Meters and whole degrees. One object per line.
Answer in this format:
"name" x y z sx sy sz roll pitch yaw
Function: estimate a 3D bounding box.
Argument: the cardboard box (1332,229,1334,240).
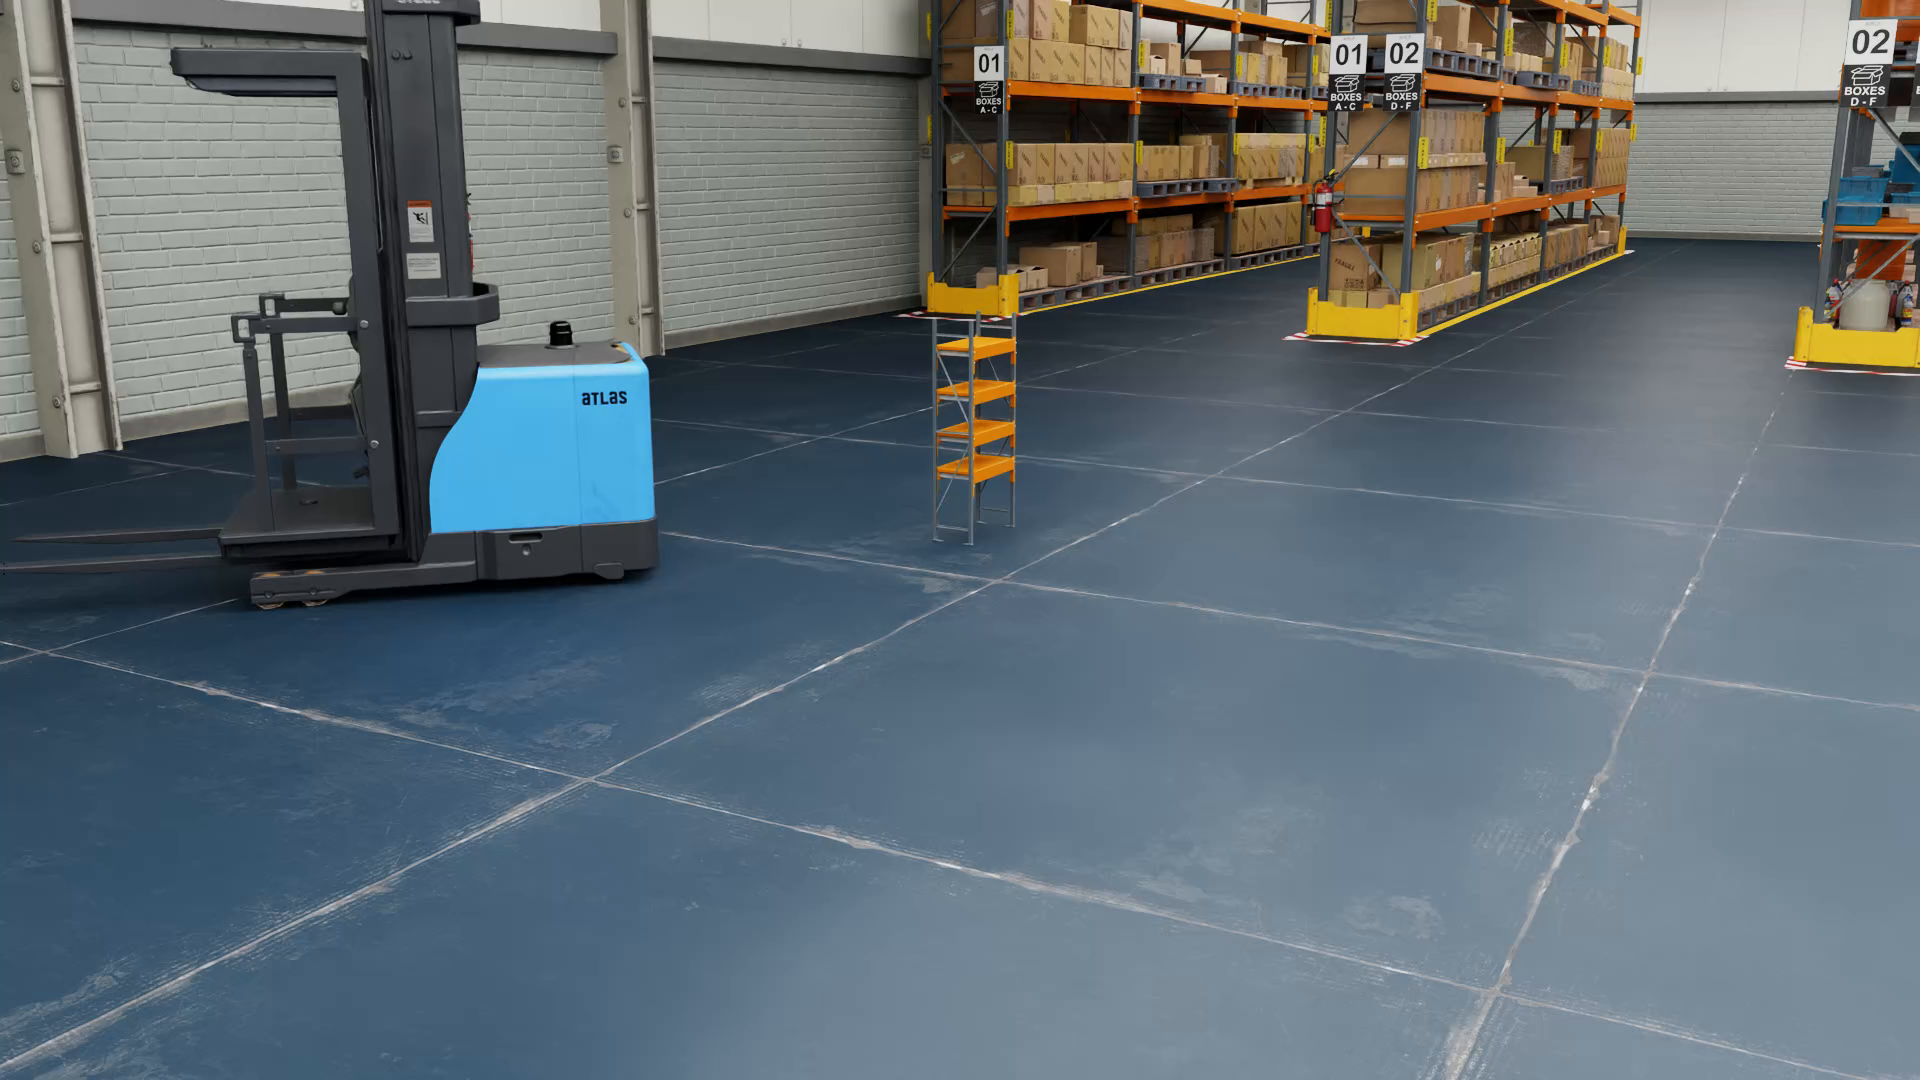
"cardboard box" 6.866 -6.093 32.345 0.700 0.500 0.500 8 16 29

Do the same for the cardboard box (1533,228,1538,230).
"cardboard box" 9.069 -4.805 26.959 0.500 0.500 0.500 7 15 26

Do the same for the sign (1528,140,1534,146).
"sign" 9.779 -6.675 28.473 0.100 0.325 0.005 7 15 28

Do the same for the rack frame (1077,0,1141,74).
"rack frame" 2.052 -8.030 23.140 1.000 3.000 0.127 7 15 28

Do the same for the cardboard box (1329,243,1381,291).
"cardboard box" 4.455 -3.108 18.895 0.500 0.500 0.500 7 15 28

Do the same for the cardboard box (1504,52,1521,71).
"cardboard box" 7.368 -6.528 22.733 0.500 0.250 0.500 6 15 23

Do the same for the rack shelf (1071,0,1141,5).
"rack shelf" 1.085 -7.268 21.522 1.077 0.370 4.000 7 15 28

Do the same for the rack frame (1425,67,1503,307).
"rack frame" 6.390 -4.553 21.518 1.000 3.000 0.127 7 15 28

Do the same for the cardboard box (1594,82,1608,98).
"cardboard box" 10.709 -7.651 28.290 0.500 0.250 0.500 7 15 28

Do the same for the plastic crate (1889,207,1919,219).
"plastic crate" 10.161 -3.501 17.717 0.530 0.136 0.437 7 15 28

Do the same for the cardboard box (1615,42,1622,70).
"cardboard box" 11.493 -8.693 29.943 0.700 0.500 0.500 7 15 28

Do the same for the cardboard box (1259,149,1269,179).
"cardboard box" 4.946 -6.416 28.354 0.500 0.500 0.500 7 15 28

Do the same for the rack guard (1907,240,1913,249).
"rack guard" 16.526 -5.244 29.719 1.175 0.500 0.348 7 15 28

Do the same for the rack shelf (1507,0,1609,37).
"rack shelf" 9.291 -8.156 26.052 1.077 0.370 4.000 7 15 28

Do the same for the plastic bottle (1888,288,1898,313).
"plastic bottle" 10.431 -2.688 18.656 0.152 0.276 0.135 7 15 28

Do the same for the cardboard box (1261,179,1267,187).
"cardboard box" 5.079 -6.179 28.756 0.380 0.149 0.250 7 15 28

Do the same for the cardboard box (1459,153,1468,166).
"cardboard box" 5.953 -4.628 20.233 0.380 0.149 0.250 7 15 28

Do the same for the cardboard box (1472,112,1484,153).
"cardboard box" 6.181 -5.140 20.974 0.700 0.500 0.500 7 15 28

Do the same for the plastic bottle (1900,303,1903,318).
"plastic bottle" 10.301 -2.514 18.092 0.097 0.201 0.097 0 14 0

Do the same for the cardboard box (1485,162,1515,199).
"cardboard box" 7.527 -5.076 23.475 0.500 0.500 0.500 6 15 25

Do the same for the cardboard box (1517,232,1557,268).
"cardboard box" 8.794 -4.433 25.417 0.500 0.500 0.500 8 16 30

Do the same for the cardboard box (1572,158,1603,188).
"cardboard box" 10.742 -6.316 28.620 0.500 0.500 0.500 8 16 30

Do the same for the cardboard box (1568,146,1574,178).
"cardboard box" 9.457 -6.077 26.733 0.700 0.500 0.500 3 14 14

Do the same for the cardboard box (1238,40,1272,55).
"cardboard box" 5.125 -8.559 28.984 0.500 0.250 0.500 7 15 26

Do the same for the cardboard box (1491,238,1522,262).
"cardboard box" 7.550 -4.065 23.269 0.500 0.311 0.500 8 16 30

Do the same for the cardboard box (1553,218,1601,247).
"cardboard box" 11.161 -5.580 30.168 0.797 0.503 0.637 7 15 28

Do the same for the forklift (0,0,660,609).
"forklift" -3.065 -1.241 7.928 3.031 2.935 1.130 -4 14 -15

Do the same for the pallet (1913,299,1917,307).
"pallet" 11.070 -2.801 20.200 1.003 0.211 1.213 7 15 28

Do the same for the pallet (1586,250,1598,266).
"pallet" 10.590 -4.979 29.237 1.003 0.211 1.213 7 15 28

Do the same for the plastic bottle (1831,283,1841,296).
"plastic bottle" 9.674 -2.672 18.432 0.144 0.351 0.185 7 15 28

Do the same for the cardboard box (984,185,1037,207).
"cardboard box" 0.632 -4.294 20.720 0.500 0.250 0.500 7 15 26

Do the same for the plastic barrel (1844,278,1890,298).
"plastic barrel" 9.284 -2.411 17.048 0.421 0.512 0.421 0 14 0

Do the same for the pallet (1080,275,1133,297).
"pallet" 1.758 -3.616 23.582 1.003 0.211 1.213 7 15 28

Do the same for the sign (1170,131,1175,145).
"sign" 3.498 -6.559 27.369 0.100 0.325 0.005 7 15 28

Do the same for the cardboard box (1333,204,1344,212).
"cardboard box" 7.577 -6.625 33.167 0.380 0.149 0.250 8 16 30

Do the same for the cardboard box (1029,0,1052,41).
"cardboard box" 0.804 -6.444 20.573 0.500 0.500 0.500 7 15 27

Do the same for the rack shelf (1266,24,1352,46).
"rack shelf" 6.886 -9.537 31.781 1.077 0.370 4.000 7 15 28

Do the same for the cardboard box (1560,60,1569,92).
"cardboard box" 8.752 -7.078 25.380 0.910 0.500 0.500 7 15 28

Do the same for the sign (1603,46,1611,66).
"sign" 10.745 -8.033 27.610 0.100 0.325 0.005 7 15 28

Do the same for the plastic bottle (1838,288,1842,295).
"plastic bottle" 9.841 -2.687 18.660 0.097 0.271 0.097 0 14 0

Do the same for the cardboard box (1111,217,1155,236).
"cardboard box" 2.603 -4.720 25.007 0.500 0.250 0.500 7 15 27

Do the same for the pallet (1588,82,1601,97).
"pallet" 9.881 -7.435 27.475 1.213 0.211 1.003 7 15 28

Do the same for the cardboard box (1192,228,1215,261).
"cardboard box" 3.683 -4.779 26.851 0.700 0.500 0.500 8 16 29

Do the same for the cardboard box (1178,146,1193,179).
"cardboard box" 3.184 -5.841 25.708 0.700 0.500 0.500 7 15 28

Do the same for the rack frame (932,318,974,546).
"rack frame" -0.038 -0.567 8.826 0.240 1.200 0.015 7 15 28

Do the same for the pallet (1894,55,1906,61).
"pallet" 10.461 -5.198 18.198 1.213 0.211 1.003 7 15 28

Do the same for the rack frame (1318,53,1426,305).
"rack frame" 4.456 -3.732 18.114 1.000 3.000 0.127 7 15 28

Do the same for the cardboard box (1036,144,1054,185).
"cardboard box" 0.860 -4.758 21.047 0.500 0.500 0.500 7 15 28

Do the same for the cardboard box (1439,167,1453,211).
"cardboard box" 5.439 -4.193 19.812 0.700 0.500 0.500 8 16 30

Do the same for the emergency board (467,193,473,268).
"emergency board" -4.429 -2.801 14.250 0.194 1.169 0.643 7 15 28

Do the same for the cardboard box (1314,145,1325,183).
"cardboard box" 6.553 -7.159 31.688 0.980 0.700 0.700 7 15 27

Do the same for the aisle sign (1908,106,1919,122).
"aisle sign" 16.817 -7.698 29.018 0.394 0.787 0.004 7 15 28

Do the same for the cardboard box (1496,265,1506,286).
"cardboard box" 7.050 -3.580 22.452 0.500 0.250 0.500 8 16 29

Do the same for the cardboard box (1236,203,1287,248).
"cardboard box" 5.292 -5.583 29.482 0.750 0.750 0.750 8 16 30

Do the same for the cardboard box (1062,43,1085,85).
"cardboard box" 1.277 -6.175 21.590 0.500 0.500 0.500 8 16 31

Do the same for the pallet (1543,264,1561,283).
"pallet" 8.718 -4.167 25.866 1.003 0.211 1.213 7 15 28

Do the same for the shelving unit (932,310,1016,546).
"shelving unit" 0.080 -0.617 9.034 0.258 1.200 0.503 7 15 28

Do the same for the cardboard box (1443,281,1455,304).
"cardboard box" 5.637 -2.992 20.015 0.500 0.250 0.500 7 15 28

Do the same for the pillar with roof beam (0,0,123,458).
"pillar with roof beam" -2.333 -4.501 8.503 9.100 9.000 0.400 7 15 28
